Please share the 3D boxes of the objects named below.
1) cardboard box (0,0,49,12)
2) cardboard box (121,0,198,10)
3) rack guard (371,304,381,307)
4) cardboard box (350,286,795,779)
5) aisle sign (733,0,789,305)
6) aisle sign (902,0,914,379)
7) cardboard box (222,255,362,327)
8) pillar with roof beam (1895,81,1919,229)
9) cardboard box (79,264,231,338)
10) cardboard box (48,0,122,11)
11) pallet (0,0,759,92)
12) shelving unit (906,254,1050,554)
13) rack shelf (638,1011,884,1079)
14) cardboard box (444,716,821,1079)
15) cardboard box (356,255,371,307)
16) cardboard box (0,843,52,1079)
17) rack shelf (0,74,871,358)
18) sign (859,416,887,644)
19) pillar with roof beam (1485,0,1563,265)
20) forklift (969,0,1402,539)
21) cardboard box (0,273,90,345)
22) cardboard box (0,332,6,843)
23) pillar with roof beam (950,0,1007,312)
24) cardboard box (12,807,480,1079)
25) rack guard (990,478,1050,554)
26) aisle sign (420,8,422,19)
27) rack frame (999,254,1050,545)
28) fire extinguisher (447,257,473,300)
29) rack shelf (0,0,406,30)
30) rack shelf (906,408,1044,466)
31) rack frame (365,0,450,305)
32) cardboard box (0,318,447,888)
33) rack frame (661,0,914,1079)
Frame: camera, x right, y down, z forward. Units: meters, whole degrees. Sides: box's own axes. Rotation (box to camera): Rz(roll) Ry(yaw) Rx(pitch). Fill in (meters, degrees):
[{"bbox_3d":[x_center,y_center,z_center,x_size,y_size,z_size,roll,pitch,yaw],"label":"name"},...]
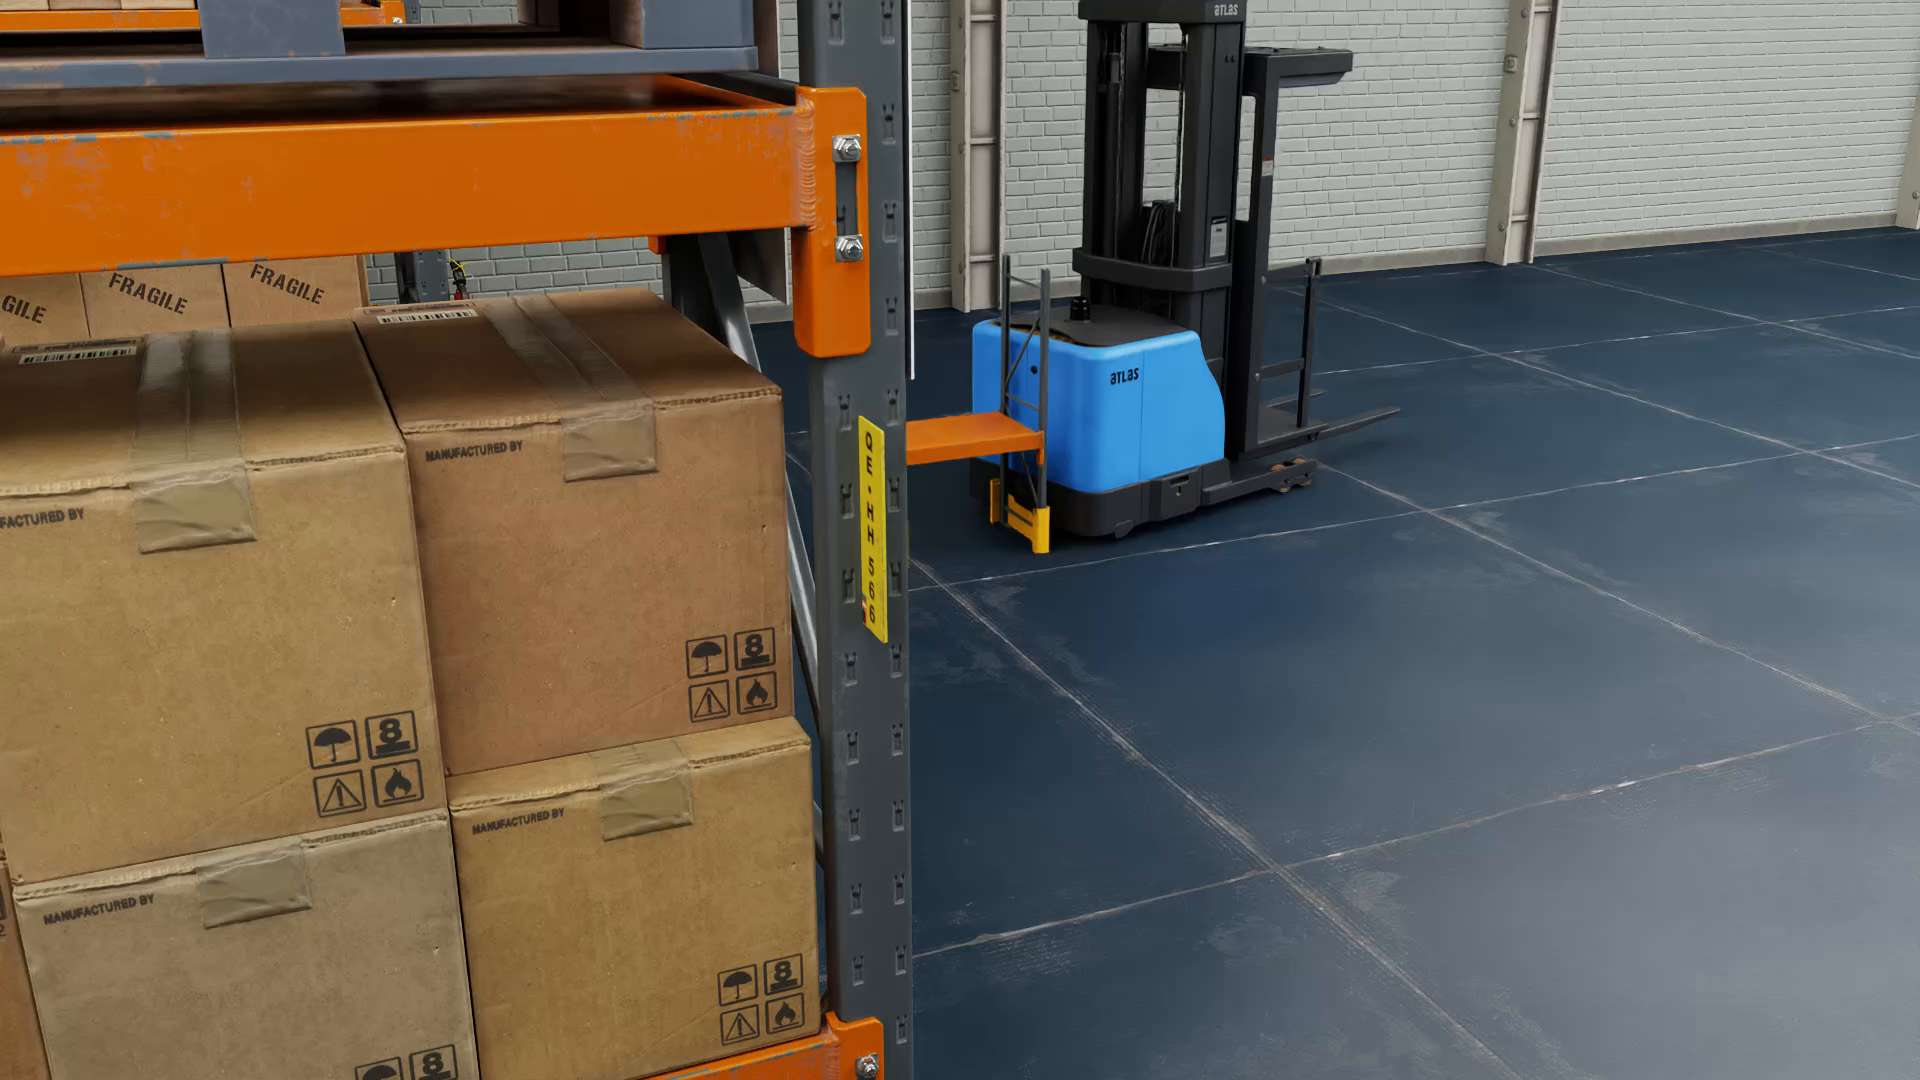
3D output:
[{"bbox_3d":[-3.544,-2.057,6.209,0.250,0.149,0.380,-8,21,-22],"label":"cardboard box"},{"bbox_3d":[-3.075,-2.117,6.380,0.250,0.149,0.380,-7,21,-20],"label":"cardboard box"},{"bbox_3d":[-4.332,-1.358,12.125,0.348,0.500,1.175,-8,21,-22],"label":"rack guard"},{"bbox_3d":[-0.687,-0.067,2.844,0.550,0.550,0.875,-8,21,-22],"label":"cardboard box"},{"bbox_3d":[-0.385,-0.851,3.008,0.004,0.787,0.394,-8,21,-22],"label":"aisle sign"},{"bbox_3d":[-0.147,-0.668,2.489,0.004,0.787,0.394,-8,21,-22],"label":"aisle sign"},{"bbox_3d":[-2.774,-1.052,6.896,0.500,0.500,0.500,-9,21,-23],"label":"cardboard box"},{"bbox_3d":[12.882,-6.601,14.221,0.400,9.000,9.100,-8,21,-22],"label":"pillar with roof beam"},{"bbox_3d":[-3.236,-0.988,6.713,0.500,0.500,0.500,-8,21,-22],"label":"cardboard box"},{"bbox_3d":[-3.334,-2.104,6.343,0.250,0.149,0.380,-8,21,-21],"label":"cardboard box"},{"bbox_3d":[-1.008,-0.796,2.384,1.213,0.211,1.003,-8,21,-22],"label":"pallet"},{"bbox_3d":[-0.133,-0.655,8.624,1.083,1.500,0.587,-9,21,-23],"label":"shelving unit"},{"bbox_3d":[-2.168,1.078,2.526,4.000,0.370,1.077,-8,21,-22],"label":"rack shelf"},{"bbox_3d":[-0.654,0.468,2.951,0.550,0.550,0.875,-8,21,-22],"label":"cardboard box"},{"bbox_3d":[-2.930,-1.230,7.400,0.500,0.500,0.500,-8,21,-23],"label":"cardboard box"},{"bbox_3d":[-1.714,0.582,2.626,0.550,0.550,0.875,-8,21,-22],"label":"cardboard box"},{"bbox_3d":[-2.168,-0.336,2.028,4.000,0.370,1.077,-8,21,-22],"label":"rack shelf"},{"bbox_3d":[-0.129,-0.015,2.447,0.005,0.325,0.100,-8,21,-22],"label":"sign"},{"bbox_3d":[7.373,-5.812,11.980,0.400,9.000,9.100,-8,21,-22],"label":"pillar with roof beam"},{"bbox_3d":[1.500,-1.778,9.658,3.031,2.935,1.130,-16,25,-38],"label":"forklift"},{"bbox_3d":[-3.696,-0.923,6.529,0.500,0.500,0.500,-8,21,-22],"label":"cardboard box"},{"bbox_3d":[-1.724,0.066,2.467,0.550,0.550,0.875,-8,21,-22],"label":"cardboard box"},{"bbox_3d":[1.864,-5.023,9.738,0.400,9.000,9.100,-8,21,-22],"label":"pillar with roof beam"},{"bbox_3d":[-1.150,0.547,2.726,0.550,0.550,0.875,-8,21,-22],"label":"cardboard box"},{"bbox_3d":[0.320,-0.134,9.025,0.087,0.250,0.587,-9,21,-23],"label":"rack guard"},{"bbox_3d":[-2.213,-2.166,6.743,0.004,0.787,0.394,-8,21,-22],"label":"aisle sign"},{"bbox_3d":[0.338,-0.726,8.825,0.032,1.500,0.500,-9,21,-23],"label":"rack frame"},{"bbox_3d":[-2.097,-0.858,7.060,0.183,0.674,0.296,-8,21,-22],"label":"fire extinguisher"},{"bbox_3d":[-4.221,-1.833,6.277,4.000,0.370,1.077,-8,21,-22],"label":"rack shelf"},{"bbox_3d":[-0.125,-0.486,8.687,1.000,0.185,0.538,-9,21,-23],"label":"rack shelf"},{"bbox_3d":[-2.385,-1.020,7.403,0.127,3.000,1.000,-8,21,-22],"label":"rack frame"},{"bbox_3d":[-1.156,0.033,2.559,0.550,0.550,0.875,-8,21,-22],"label":"cardboard box"},{"bbox_3d":[-0.330,0.477,3.151,0.053,2.616,0.949,-8,21,-22],"label":"rack frame"}]
